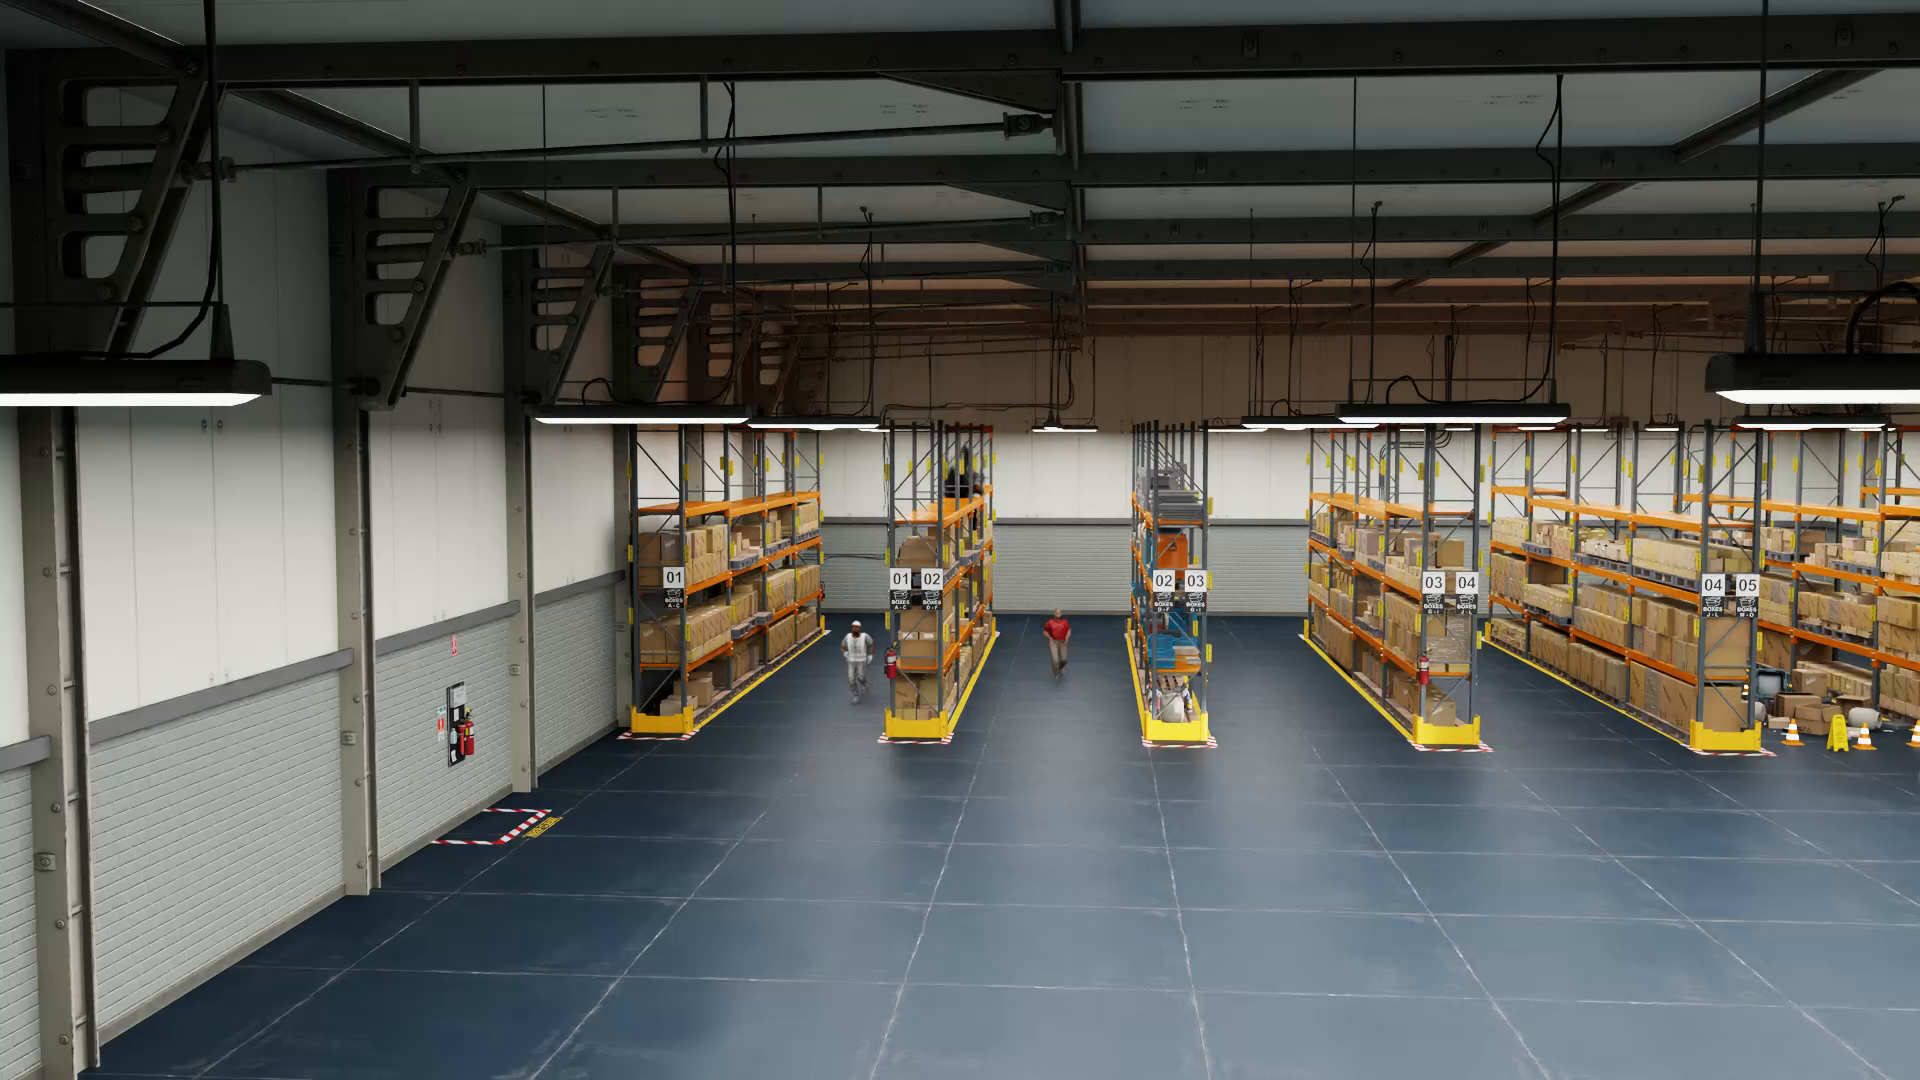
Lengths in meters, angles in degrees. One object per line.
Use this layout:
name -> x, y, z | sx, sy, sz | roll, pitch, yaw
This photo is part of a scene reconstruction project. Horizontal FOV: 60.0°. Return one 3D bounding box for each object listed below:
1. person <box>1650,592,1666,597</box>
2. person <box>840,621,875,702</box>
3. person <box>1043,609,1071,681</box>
person -> 19.999, 1.862, 47.304 | 0.697, 1.807, 0.687 | 1, 4, 10
person -> -2.210, 2.602, 35.569 | 0.726, 1.739, 0.607 | 0, 4, 6
person -> 2.274, 2.435, 38.663 | 0.659, 1.674, 0.600 | 0, 4, -7
